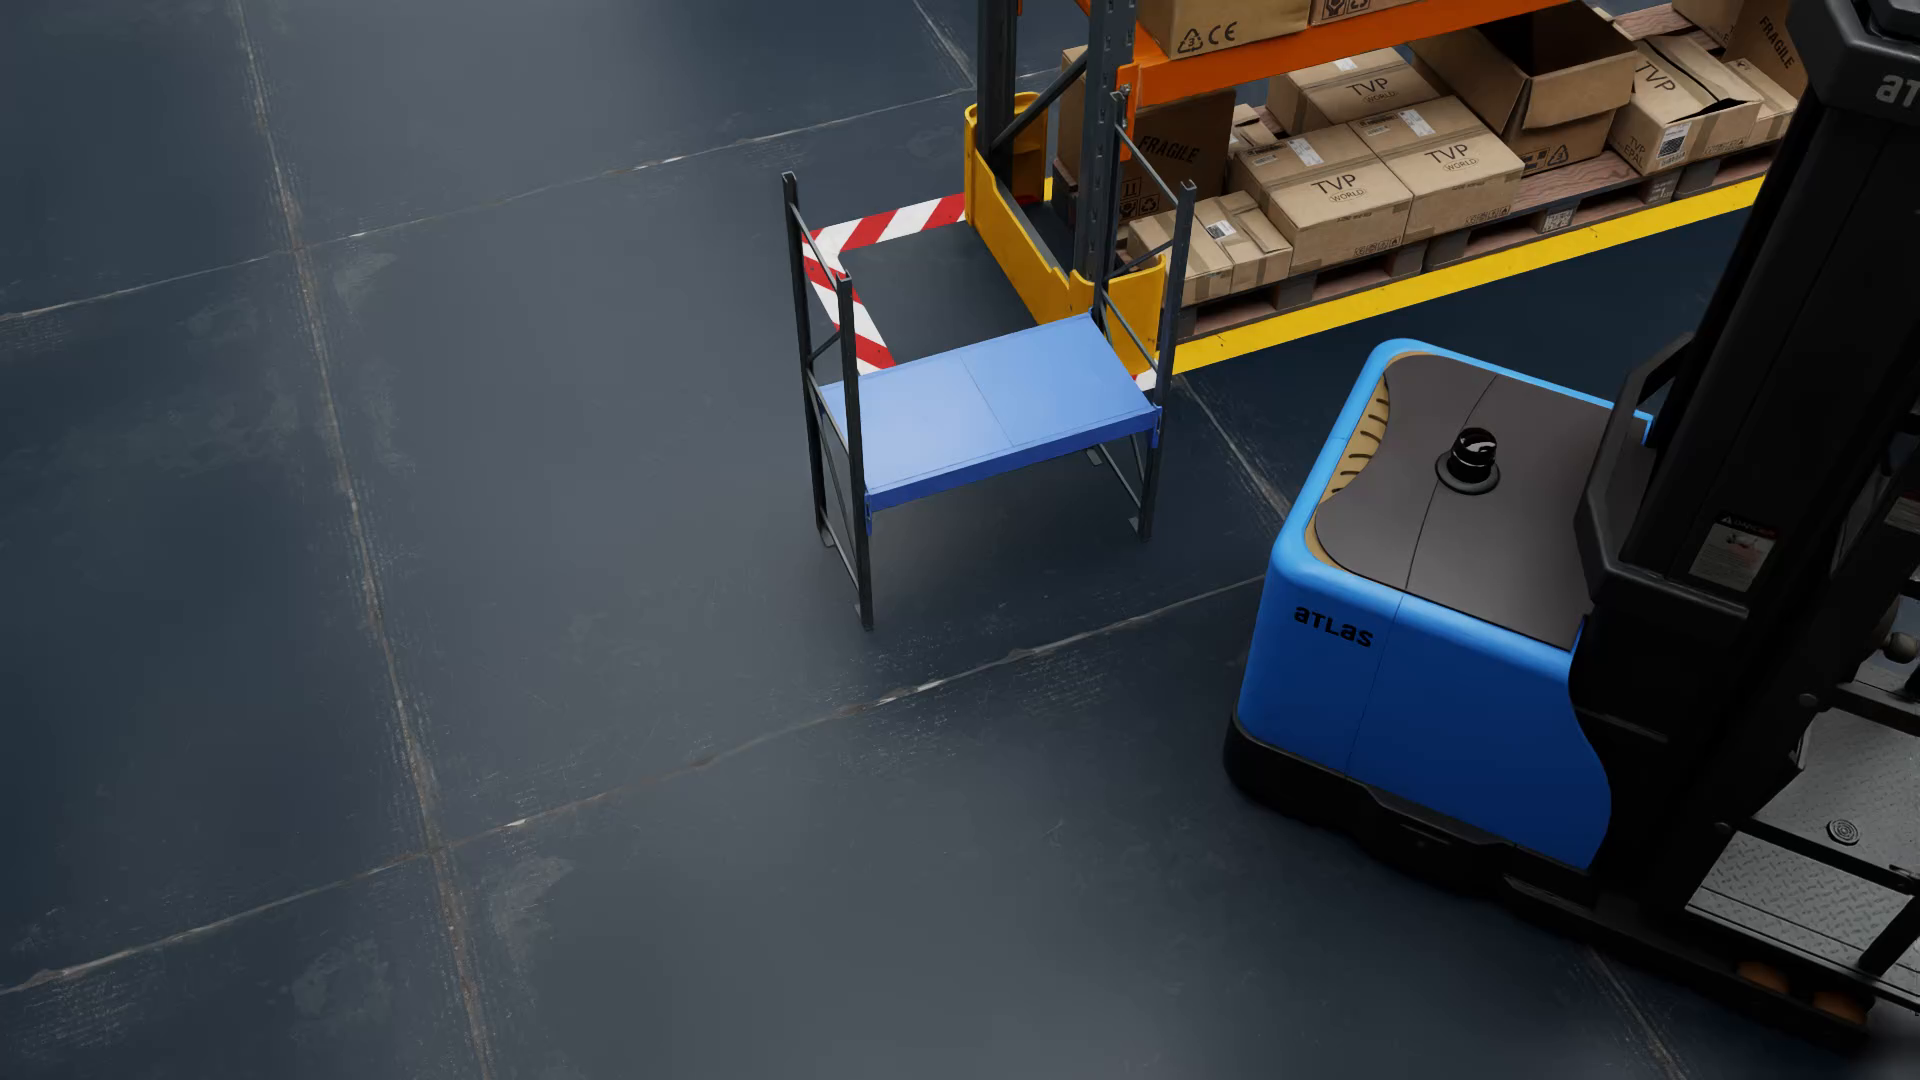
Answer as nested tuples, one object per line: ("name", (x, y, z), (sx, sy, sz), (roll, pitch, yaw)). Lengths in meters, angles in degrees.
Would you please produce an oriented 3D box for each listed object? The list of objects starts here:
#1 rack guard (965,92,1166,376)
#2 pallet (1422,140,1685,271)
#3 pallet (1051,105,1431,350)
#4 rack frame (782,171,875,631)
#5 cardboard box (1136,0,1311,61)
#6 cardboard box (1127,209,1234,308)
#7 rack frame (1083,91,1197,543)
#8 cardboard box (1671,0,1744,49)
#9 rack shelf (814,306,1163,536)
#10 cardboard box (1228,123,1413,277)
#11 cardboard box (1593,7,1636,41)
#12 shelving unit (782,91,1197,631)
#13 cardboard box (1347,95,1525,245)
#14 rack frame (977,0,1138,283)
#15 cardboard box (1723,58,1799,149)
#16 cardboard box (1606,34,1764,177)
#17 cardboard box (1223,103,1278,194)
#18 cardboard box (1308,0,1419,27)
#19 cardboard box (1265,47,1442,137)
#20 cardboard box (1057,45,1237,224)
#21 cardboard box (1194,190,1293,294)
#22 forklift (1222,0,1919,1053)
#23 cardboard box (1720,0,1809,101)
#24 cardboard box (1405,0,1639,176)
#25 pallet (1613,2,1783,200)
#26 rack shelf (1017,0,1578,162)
("rack guard", (0.379, -1.179, 6.433), (0.348, 0.500, 1.175), (-17, 52, -14))
("pallet", (2.245, -1.662, 7.038), (1.213, 0.211, 1.003), (-17, 52, -14))
("pallet", (1.117, -1.315, 6.740), (1.213, 0.211, 1.003), (-17, 52, -14))
("rack frame", (-0.392, -0.367, 5.077), (0.032, 1.500, 0.500), (-17, 52, -14))
("cardboard box", (0.819, -1.947, 5.379), (0.500, 0.500, 0.500), (-16, 51, -13))
("cardboard box", (0.827, -1.065, 6.277), (0.250, 0.149, 0.380), (-17, 52, -14))
("rack frame", (0.550, -0.659, 5.327), (0.032, 1.500, 0.500), (-17, 52, -14))
("cardboard box", (3.542, -2.418, 7.332), (0.500, 0.311, 0.500), (-17, 52, -14))
("rack shelf", (0.079, -0.396, 5.338), (1.000, 0.185, 0.538), (-17, 52, -14))
("cardboard box", (1.382, -1.320, 6.429), (0.500, 0.250, 0.500), (-17, 52, -14))
("cardboard box", (2.745, -2.116, 7.168), (0.250, 0.166, 0.380), (-17, 52, -14))
("shelving unit", (0.079, -0.513, 5.202), (1.048, 1.500, 0.538), (-17, 52, -14))
("cardboard box", (1.845, -1.463, 6.552), (0.500, 0.250, 0.500), (-17, 52, -14))
("rack frame", (0.309, -1.972, 5.466), (0.127, 3.000, 1.000), (-17, 52, -14))
("cardboard box", (3.267, -1.822, 6.926), (0.250, 0.149, 0.380), (-17, 52, -14))
("cardboard box", (2.897, -1.809, 6.809), (0.500, 0.311, 0.500), (-17, 52, -14))
("cardboard box", (1.128, -1.574, 6.702), (0.250, 0.166, 0.380), (-17, 52, -14))
("cardboard box", (1.295, -2.098, 5.509), (0.500, 0.500, 0.500), (-18, 52, -15))
("cardboard box", (1.610, -1.800, 6.841), (0.500, 0.250, 0.500), (-17, 52, -14))
("cardboard box", (0.719, -1.630, 6.530), (0.500, 0.500, 0.500), (-17, 52, -14))
("cardboard box", (1.058, -1.143, 6.332), (0.250, 0.166, 0.380), (-17, 52, -14))
("forklift", (2.353, -0.034, 3.847), (3.031, 2.935, 1.130), (21, 53, 17))
("cardboard box", (3.592, -2.086, 6.922), (0.500, 0.500, 0.500), (-17, 52, -14))
("cardboard box", (2.275, -1.907, 6.766), (0.637, 0.503, 0.797), (-17, 52, -14))
("pallet", (3.376, -2.014, 7.341), (1.213, 0.211, 1.003), (-17, 52, -14))
("rack shelf", (2.160, -2.311, 6.232), (4.000, 0.370, 1.077), (-17, 52, -14))
